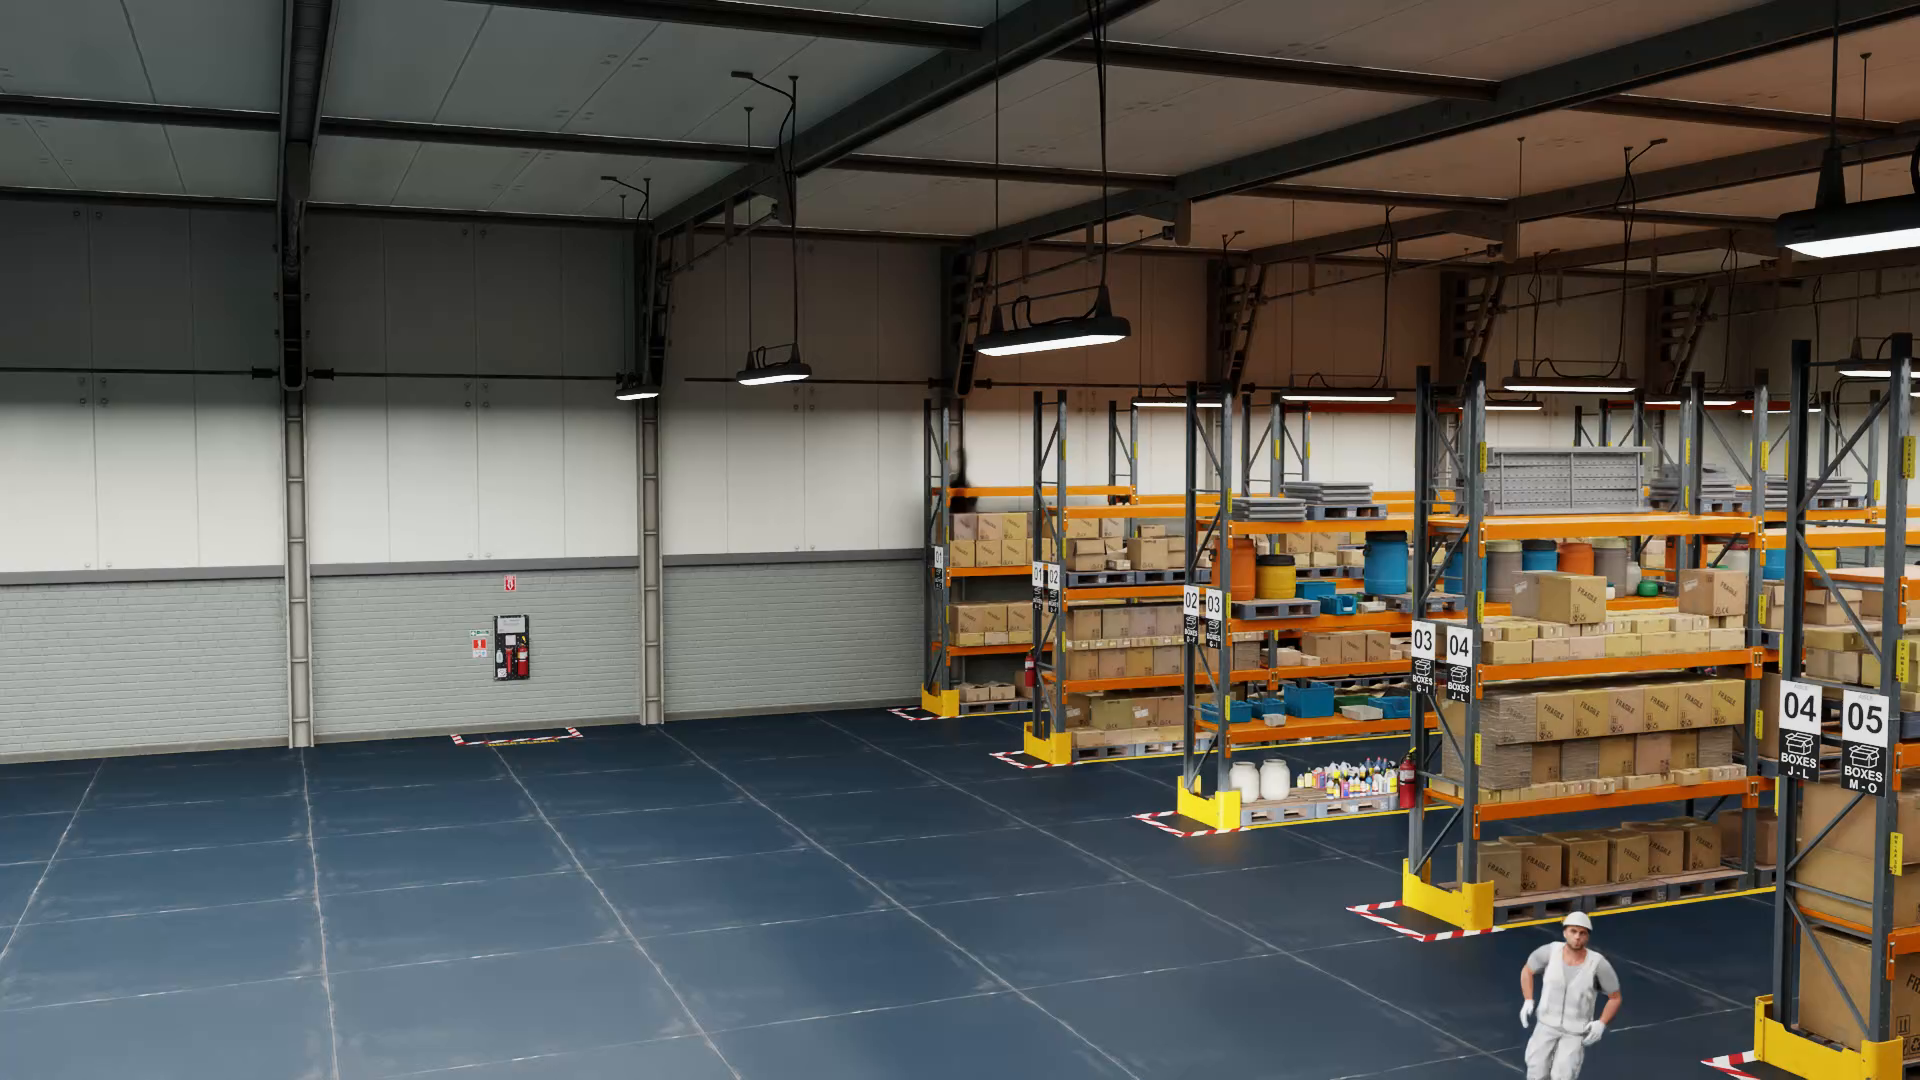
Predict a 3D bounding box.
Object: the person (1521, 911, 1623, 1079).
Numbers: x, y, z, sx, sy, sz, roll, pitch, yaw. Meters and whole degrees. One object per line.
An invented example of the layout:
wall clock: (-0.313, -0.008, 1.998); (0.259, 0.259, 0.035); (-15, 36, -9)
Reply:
person: (4.495, 3.579, 12.253); (0.715, 1.743, 0.582); (2, 4, 26)
